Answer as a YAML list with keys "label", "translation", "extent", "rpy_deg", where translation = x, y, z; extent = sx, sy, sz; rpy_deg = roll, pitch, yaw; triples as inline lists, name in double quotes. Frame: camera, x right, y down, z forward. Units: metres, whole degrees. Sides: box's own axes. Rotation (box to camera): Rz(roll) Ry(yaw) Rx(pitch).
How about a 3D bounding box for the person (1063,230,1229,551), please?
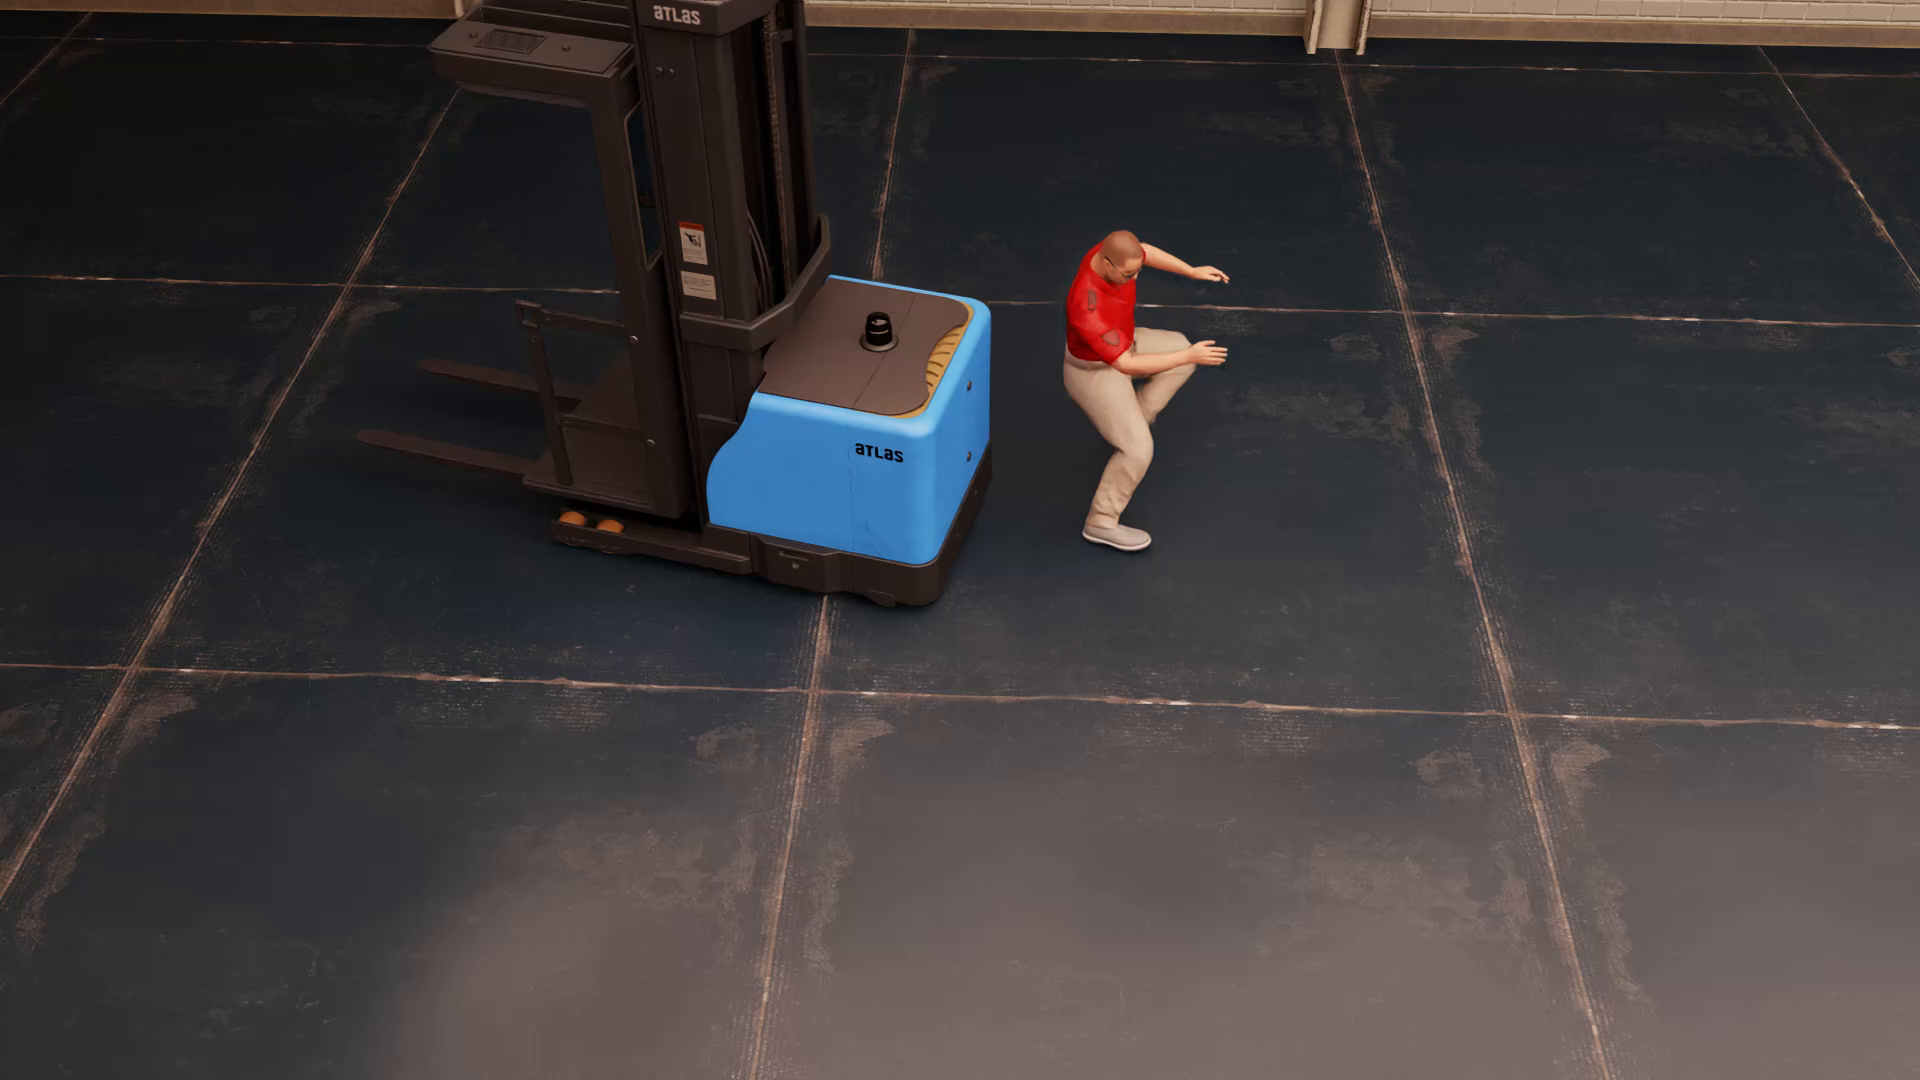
- label: "person"
  translation: [0.864, -0.797, 7.688]
  extent: [0.785, 1.474, 0.916]
  rpy_deg: [15, 45, 16]

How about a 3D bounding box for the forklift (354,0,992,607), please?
- label: "forklift"
  translation: [-1.422, -1.345, 7.216]
  extent: [3.031, 2.935, 1.130]
  rpy_deg: [11, 44, 12]
